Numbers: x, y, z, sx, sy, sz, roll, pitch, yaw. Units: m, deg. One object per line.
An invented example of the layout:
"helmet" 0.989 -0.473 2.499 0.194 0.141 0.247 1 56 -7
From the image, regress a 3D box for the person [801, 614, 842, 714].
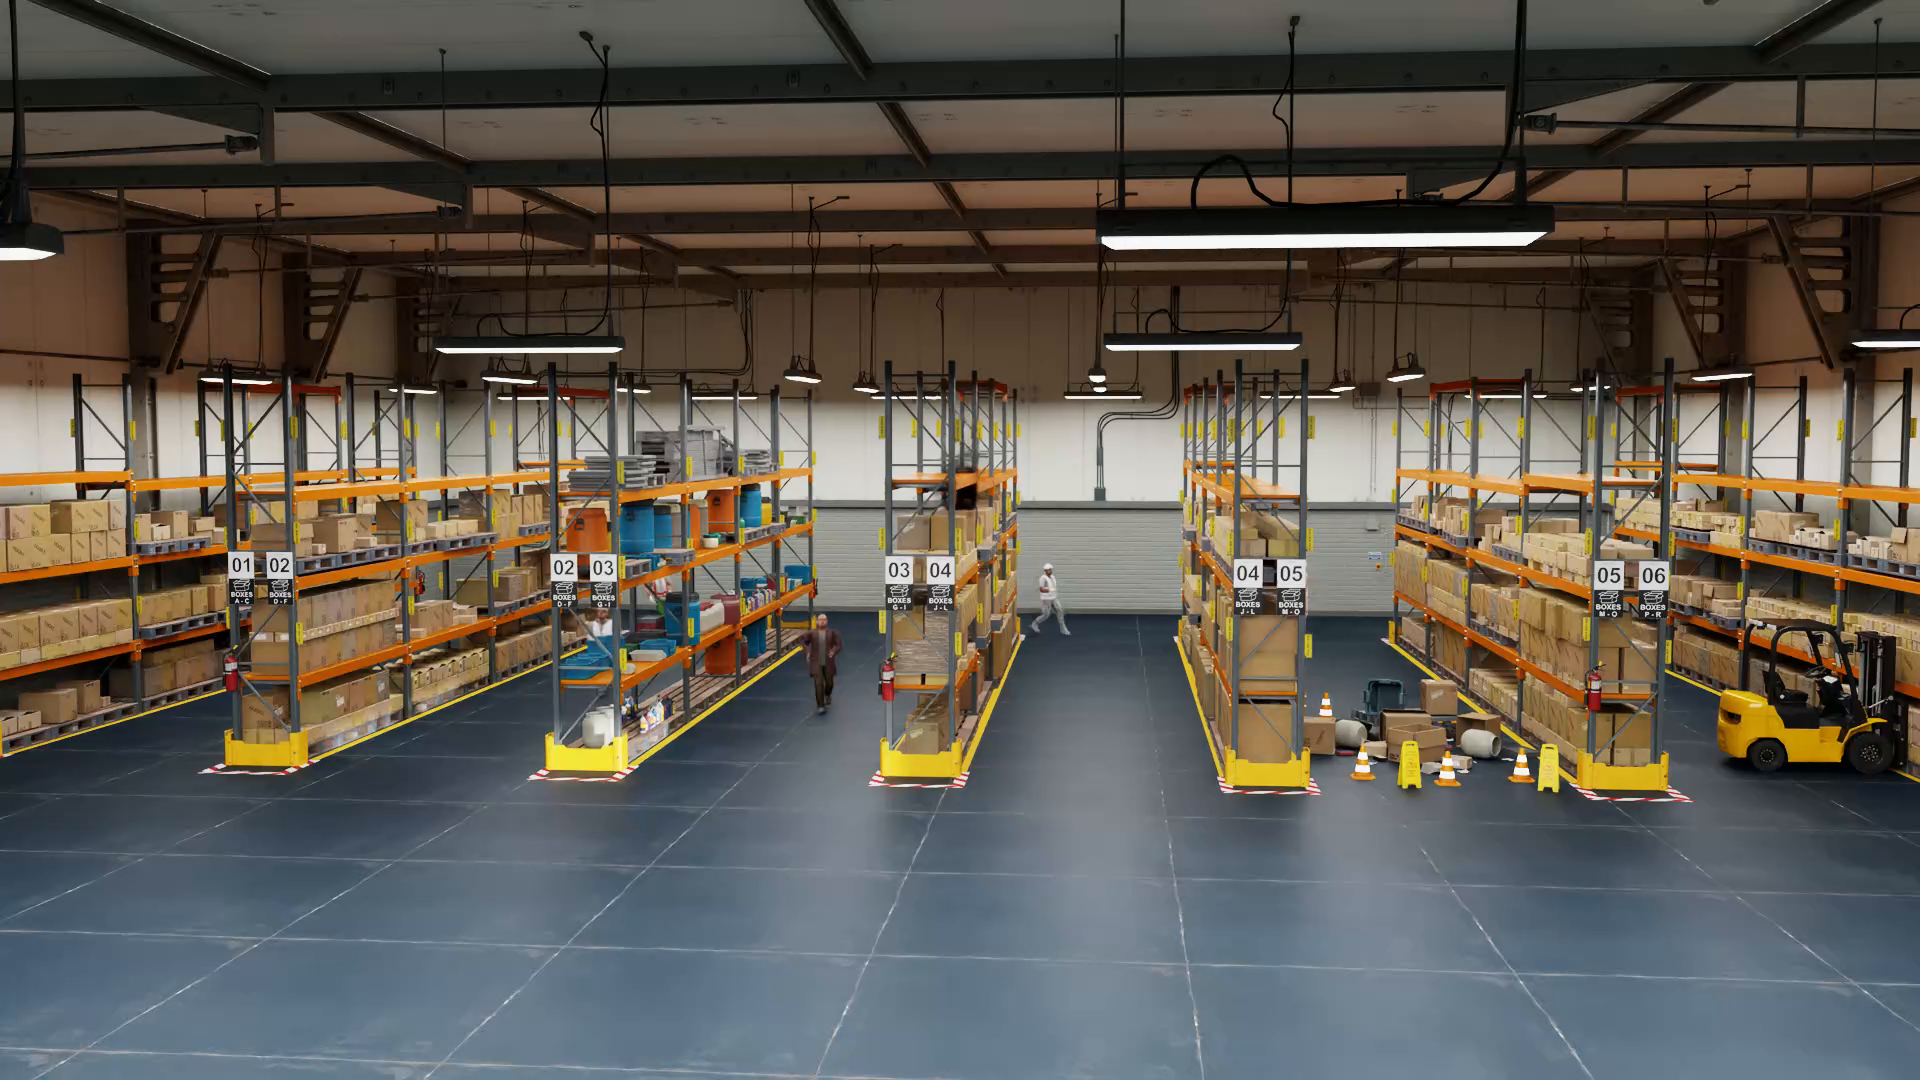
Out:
"person" -2.461 2.226 29.590 0.715 1.653 0.826 0 4 -5

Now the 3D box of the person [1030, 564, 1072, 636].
"person" 2.166 1.454 40.585 0.986 1.769 0.701 3 5 36

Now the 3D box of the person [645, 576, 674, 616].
"person" -7.327 1.462 40.663 0.708 1.718 0.631 -1 4 -19

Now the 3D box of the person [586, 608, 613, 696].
"person" -6.741 2.077 31.359 0.655 1.722 0.604 0 4 -2
